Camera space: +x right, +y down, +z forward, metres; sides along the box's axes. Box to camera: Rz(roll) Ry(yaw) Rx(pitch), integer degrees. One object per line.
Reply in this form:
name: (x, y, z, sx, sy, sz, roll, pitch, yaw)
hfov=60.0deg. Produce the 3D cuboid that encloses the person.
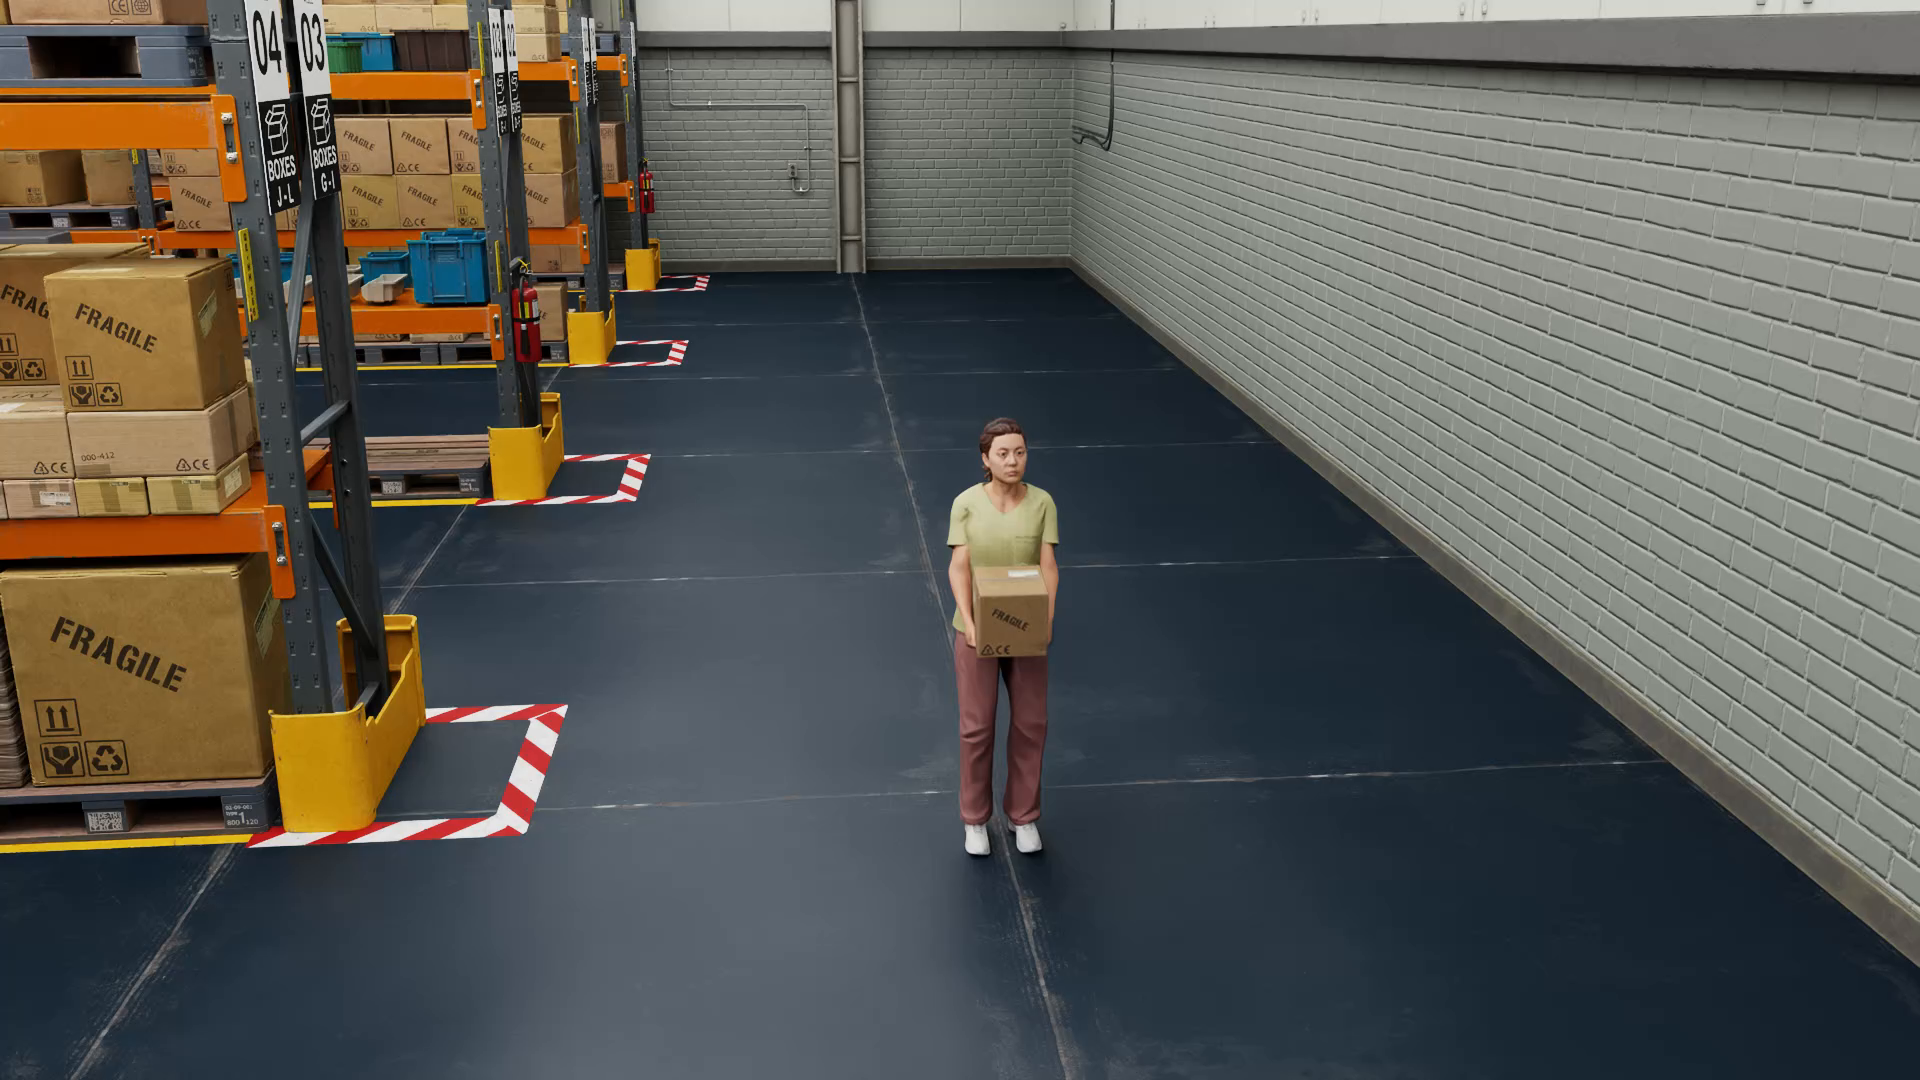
person: (0.167, 0.378, 6.314, 0.426, 1.665, 0.549, -1, 17, -5)
